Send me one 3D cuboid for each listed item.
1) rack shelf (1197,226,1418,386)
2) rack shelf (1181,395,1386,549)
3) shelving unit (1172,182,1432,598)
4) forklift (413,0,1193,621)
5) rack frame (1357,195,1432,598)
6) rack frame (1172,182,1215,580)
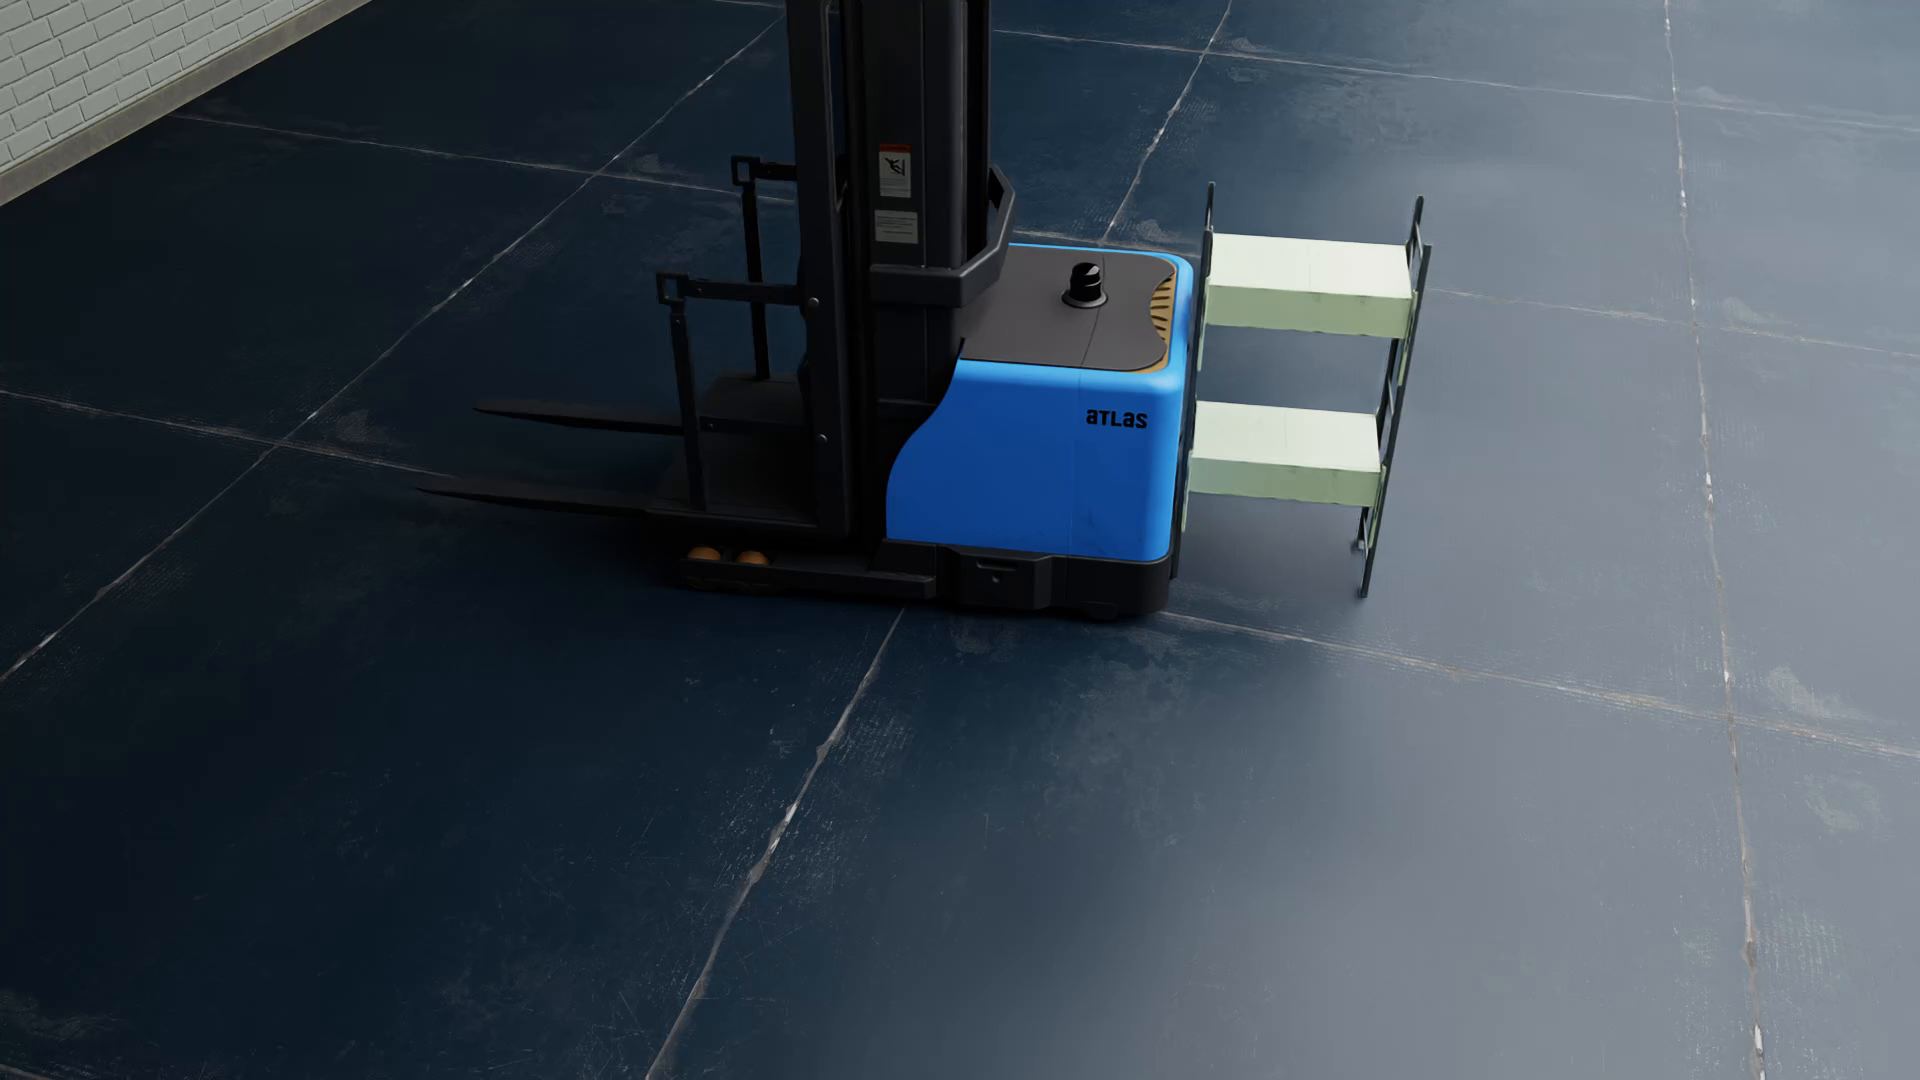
[{"bbox_3d":[1.235,-0.845,5.974,0.720,0.370,0.431,5,37,7],"label":"rack shelf"},{"bbox_3d":[1.235,-0.268,6.398,0.720,0.370,0.431,5,37,7],"label":"rack shelf"},{"bbox_3d":[1.235,-0.530,6.205,0.755,1.500,0.431,5,37,7],"label":"shelving unit"},{"bbox_3d":[-0.647,-1.275,6.009,3.031,2.935,1.130,5,37,7],"label":"forklift"},{"bbox_3d":[1.597,-0.498,6.161,0.023,1.500,0.400,5,37,7],"label":"rack frame"},{"bbox_3d":[0.873,-0.563,6.250,0.023,1.500,0.400,5,37,7],"label":"rack frame"}]
